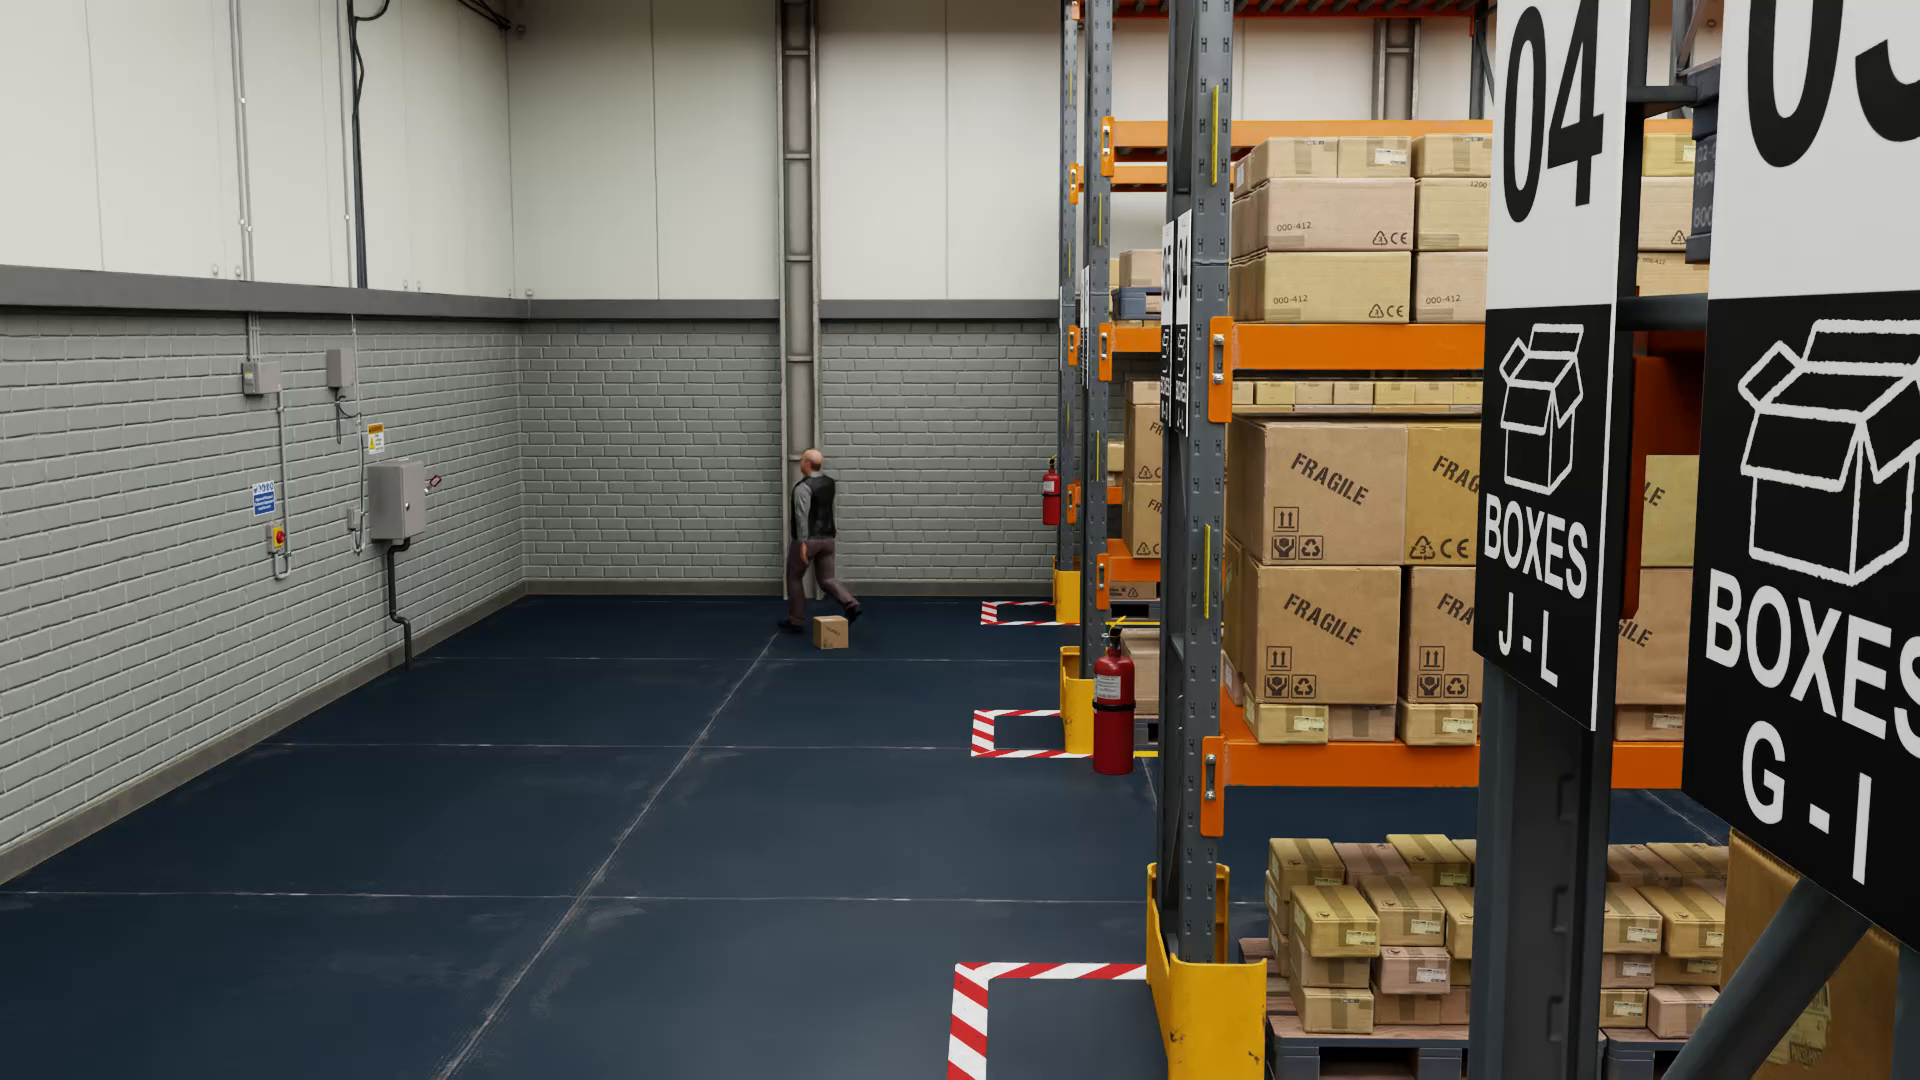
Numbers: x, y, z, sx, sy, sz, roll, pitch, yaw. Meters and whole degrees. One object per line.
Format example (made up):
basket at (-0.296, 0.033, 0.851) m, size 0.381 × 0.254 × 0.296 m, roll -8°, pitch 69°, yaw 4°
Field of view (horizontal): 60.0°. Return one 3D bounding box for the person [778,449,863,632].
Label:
person at (-1.308, 0.017, 15.218) m, size 0.908 × 1.692 × 0.532 m, roll 6°, pitch 9°, yaw 41°
